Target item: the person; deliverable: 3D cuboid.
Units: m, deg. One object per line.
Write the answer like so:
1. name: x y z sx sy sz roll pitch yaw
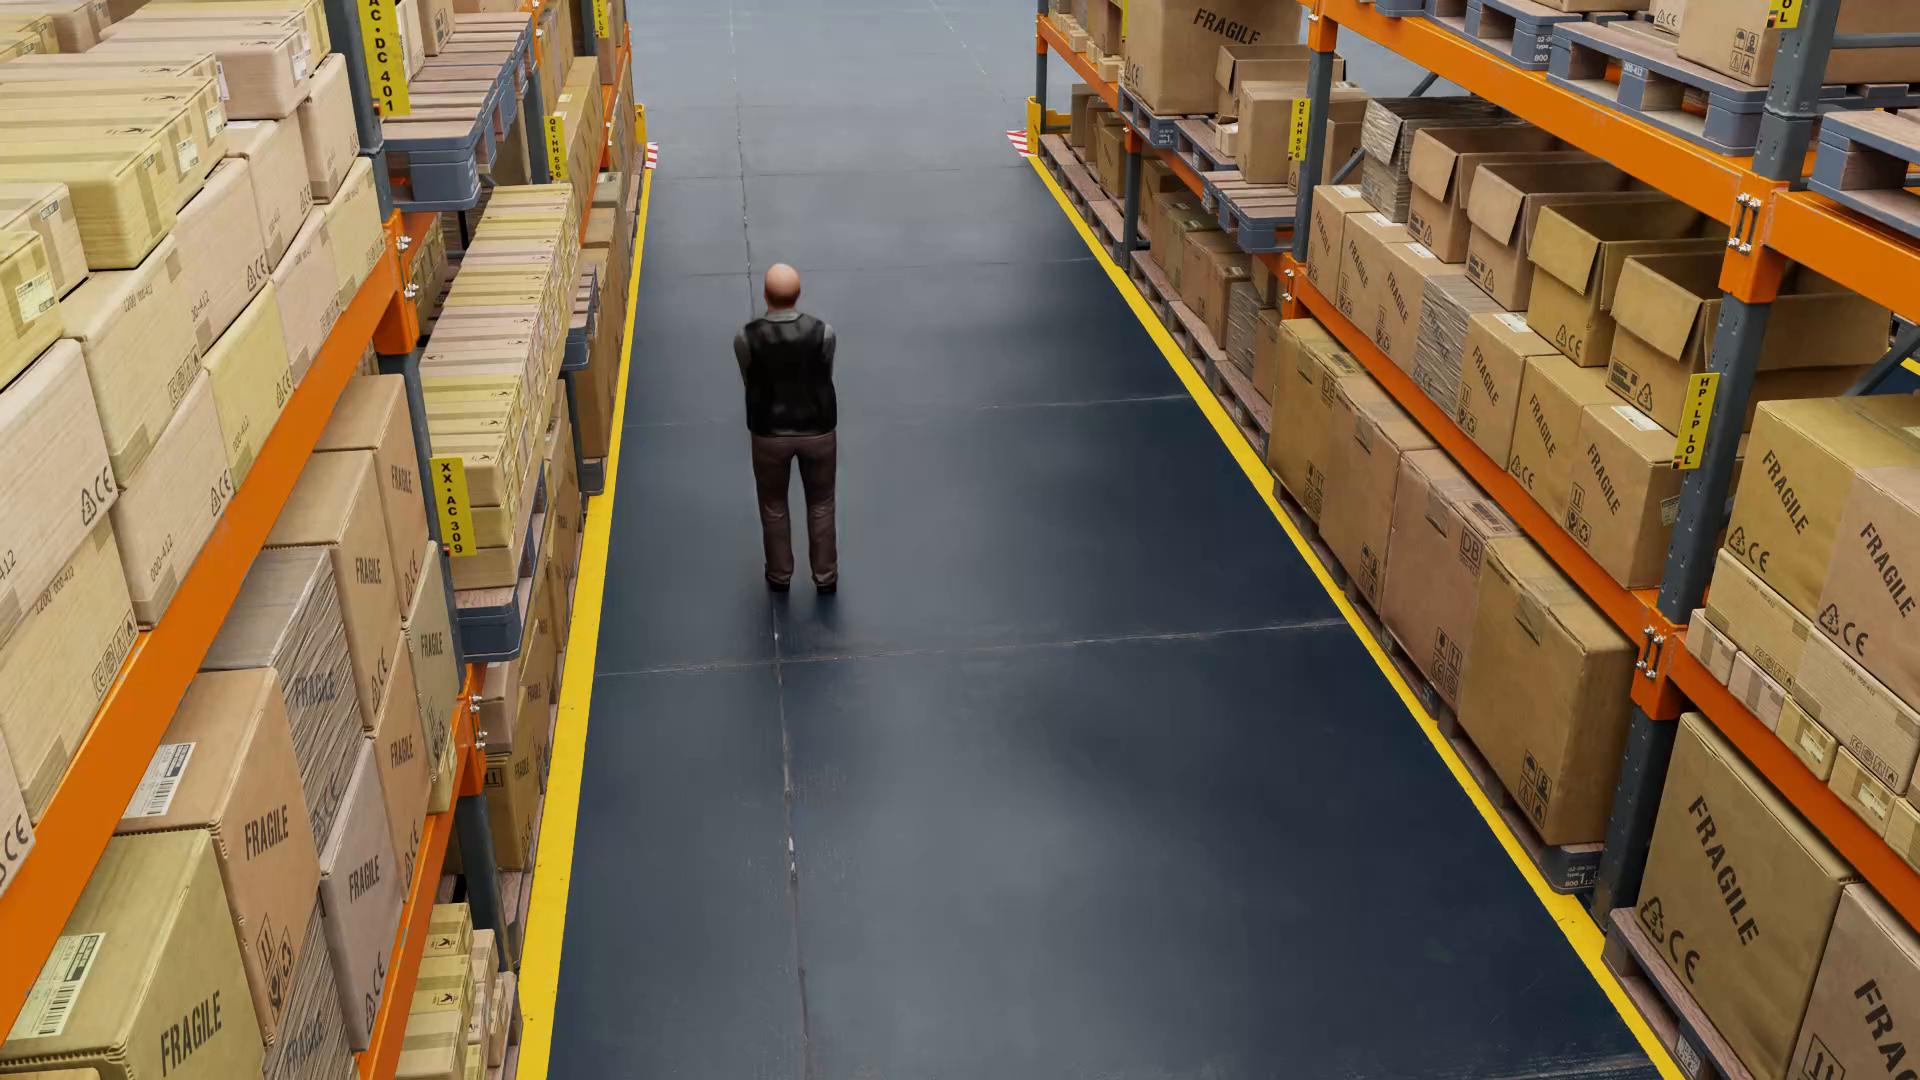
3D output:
1. person: -0.851 -0.563 8.257 0.495 1.721 0.560 -4 27 -8
